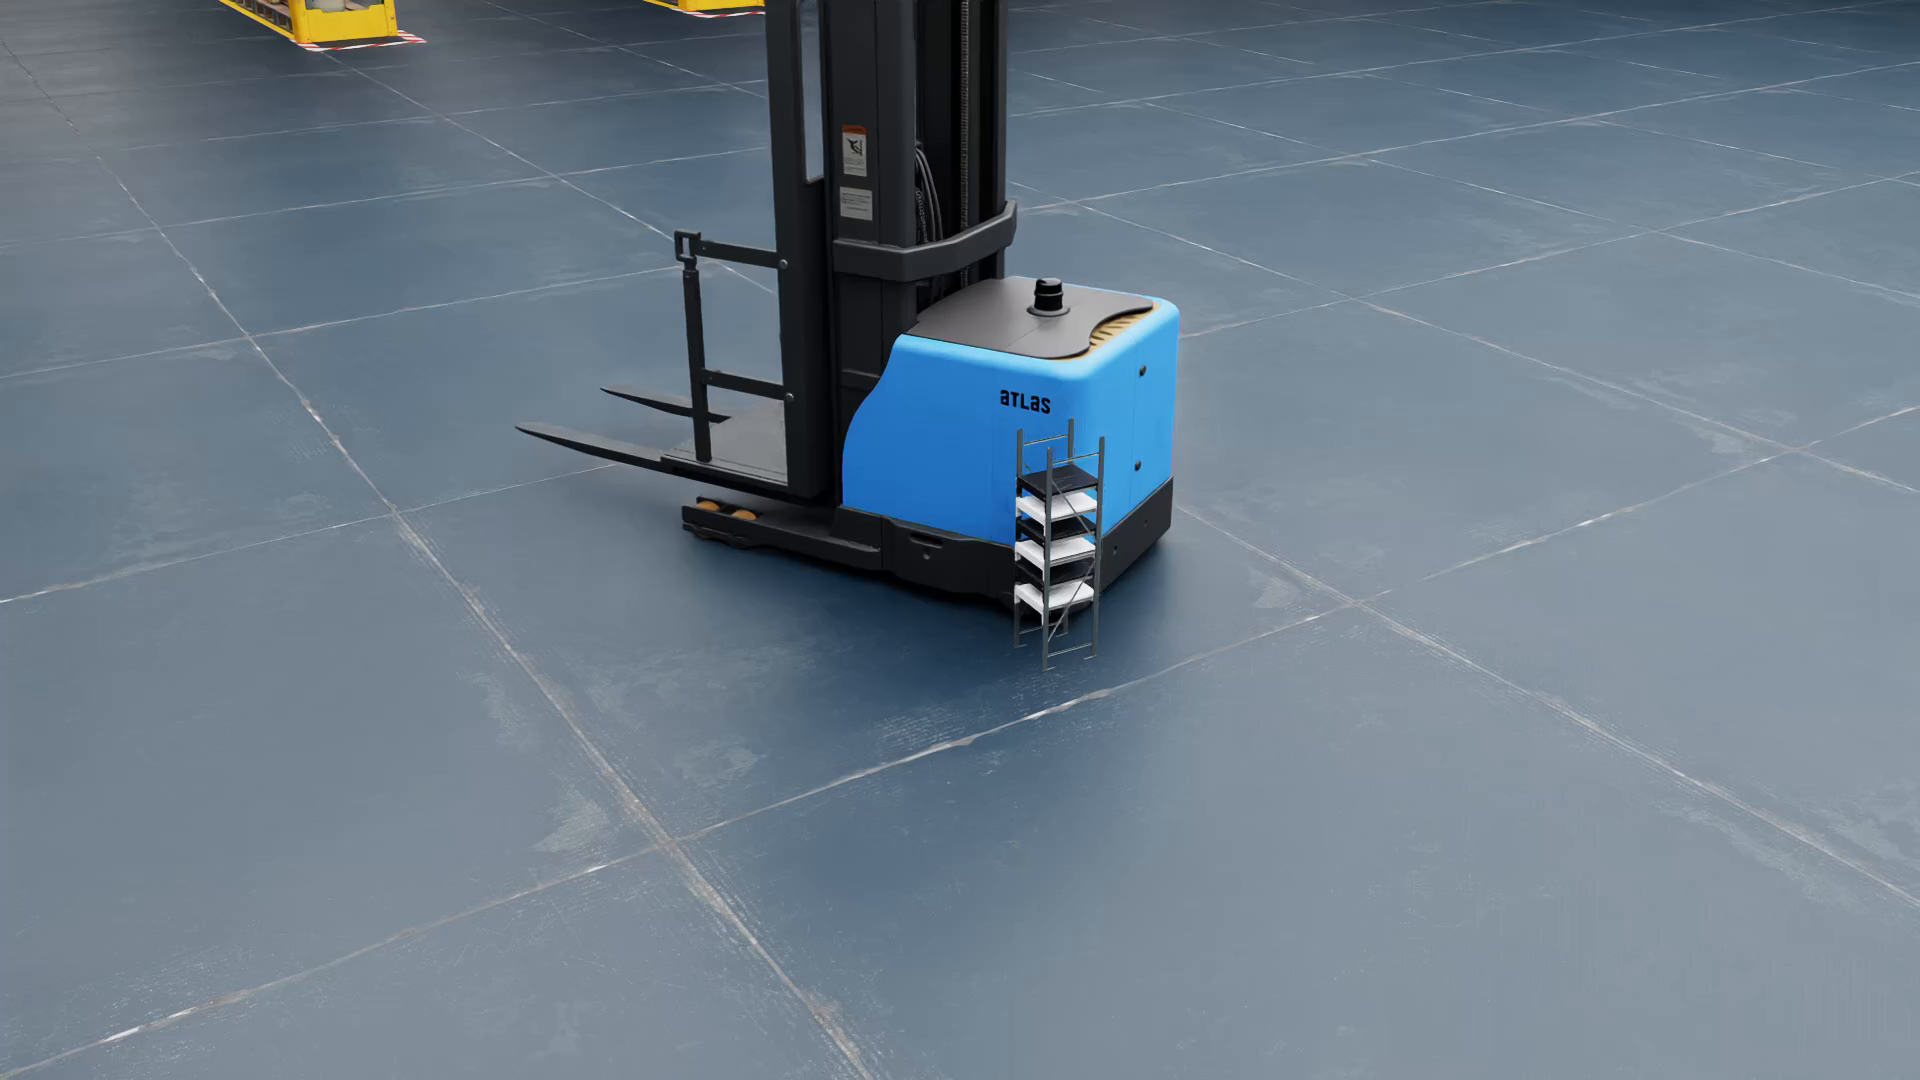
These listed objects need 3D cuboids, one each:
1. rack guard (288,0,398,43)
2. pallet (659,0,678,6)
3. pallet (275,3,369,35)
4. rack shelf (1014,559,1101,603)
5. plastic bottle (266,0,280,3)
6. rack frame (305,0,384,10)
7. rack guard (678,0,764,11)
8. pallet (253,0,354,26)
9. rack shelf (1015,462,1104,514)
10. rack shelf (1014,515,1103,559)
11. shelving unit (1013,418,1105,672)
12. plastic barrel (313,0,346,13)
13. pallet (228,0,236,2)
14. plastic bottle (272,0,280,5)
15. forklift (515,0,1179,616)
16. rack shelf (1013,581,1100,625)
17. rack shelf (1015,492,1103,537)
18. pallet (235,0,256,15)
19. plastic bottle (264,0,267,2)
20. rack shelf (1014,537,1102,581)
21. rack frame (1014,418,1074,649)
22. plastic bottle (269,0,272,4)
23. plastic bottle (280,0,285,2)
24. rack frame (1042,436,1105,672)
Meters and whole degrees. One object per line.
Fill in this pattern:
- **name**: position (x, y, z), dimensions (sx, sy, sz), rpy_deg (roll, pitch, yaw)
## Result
- **rack guard**: position (-7.429, -6.315, 20.041), dimensions (1.175, 0.500, 0.348), rpy_deg (-16, 29, -30)
- **pallet**: position (-3.653, -7.648, 23.204), dimensions (1.003, 0.211, 1.213), rpy_deg (-16, 29, -30)
- **pallet**: position (-7.868, -6.476, 20.721), dimensions (1.003, 0.211, 1.213), rpy_deg (-16, 29, -30)
- **rack shelf**: position (0.362, 0.134, 6.201), dimensions (0.258, 0.077, 0.200), rpy_deg (-13, 28, -26)
- **plastic bottle**: position (-8.832, -7.048, 21.340), dimensions (0.152, 0.276, 0.135), rpy_deg (-15, 29, -29)
- **rack frame**: position (-7.348, -7.429, 19.473), dimensions (1.000, 3.000, 0.127), rpy_deg (-16, 29, -30)
- **rack guard**: position (-3.239, -7.480, 22.509), dimensions (1.175, 0.500, 0.348), rpy_deg (-16, 29, -30)
- **pallet**: position (-8.530, -6.912, 21.644), dimensions (1.003, 0.211, 1.213), rpy_deg (-16, 29, -30)
- **rack shelf**: position (0.362, -0.191, 6.047), dimensions (0.258, 0.077, 0.200), rpy_deg (-13, 28, -26)
- **rack shelf**: position (0.362, -0.029, 6.124), dimensions (0.258, 0.077, 0.200), rpy_deg (-13, 28, -26)
- **shelving unit**: position (0.362, 0.023, 6.148), dimensions (0.258, 0.900, 0.210), rpy_deg (-13, 28, -26)
- **plastic barrel**: position (-7.771, -6.711, 20.376), dimensions (0.421, 0.512, 0.421), rpy_deg (0, 25, 0)
- **pallet**: position (-9.993, -7.871, 23.675), dimensions (1.003, 0.211, 1.213), rpy_deg (-16, 29, -30)
- **plastic bottle**: position (-8.718, -6.917, 21.152), dimensions (0.097, 0.201, 0.097), rpy_deg (0, 25, 0)
- **forklift**: position (-0.624, -1.468, 6.927), dimensions (3.031, 2.935, 1.130), rpy_deg (14, 28, 26)
- **rack shelf**: position (0.362, 0.216, 6.239), dimensions (0.258, 0.077, 0.200), rpy_deg (-13, 28, -26)
- **rack shelf**: position (0.362, -0.110, 6.085), dimensions (0.258, 0.077, 0.200), rpy_deg (-13, 28, -26)
- **pallet**: position (-9.200, -7.349, 22.570), dimensions (1.003, 0.211, 1.213), rpy_deg (-16, 29, -30)
- **plastic bottle**: position (-8.908, -7.097, 21.445), dimensions (0.152, 0.276, 0.135), rpy_deg (-16, 30, -31)
- **rack shelf**: position (0.362, 0.053, 6.162), dimensions (0.258, 0.077, 0.200), rpy_deg (-13, 28, -26)
- **rack frame**: position (0.312, -0.015, 6.228), dimensions (0.240, 0.900, 0.006), rpy_deg (-13, 28, -26)
- **plastic bottle**: position (-8.797, -6.992, 21.214), dimensions (0.061, 0.283, 0.133), rpy_deg (-15, 29, -28)
- **plastic bottle**: position (-8.743, -7.076, 21.392), dimensions (0.061, 0.283, 0.133), rpy_deg (-16, 29, -30)
- **rack frame**: position (0.411, 0.061, 6.068), dimensions (0.240, 0.900, 0.006), rpy_deg (-13, 28, -26)
